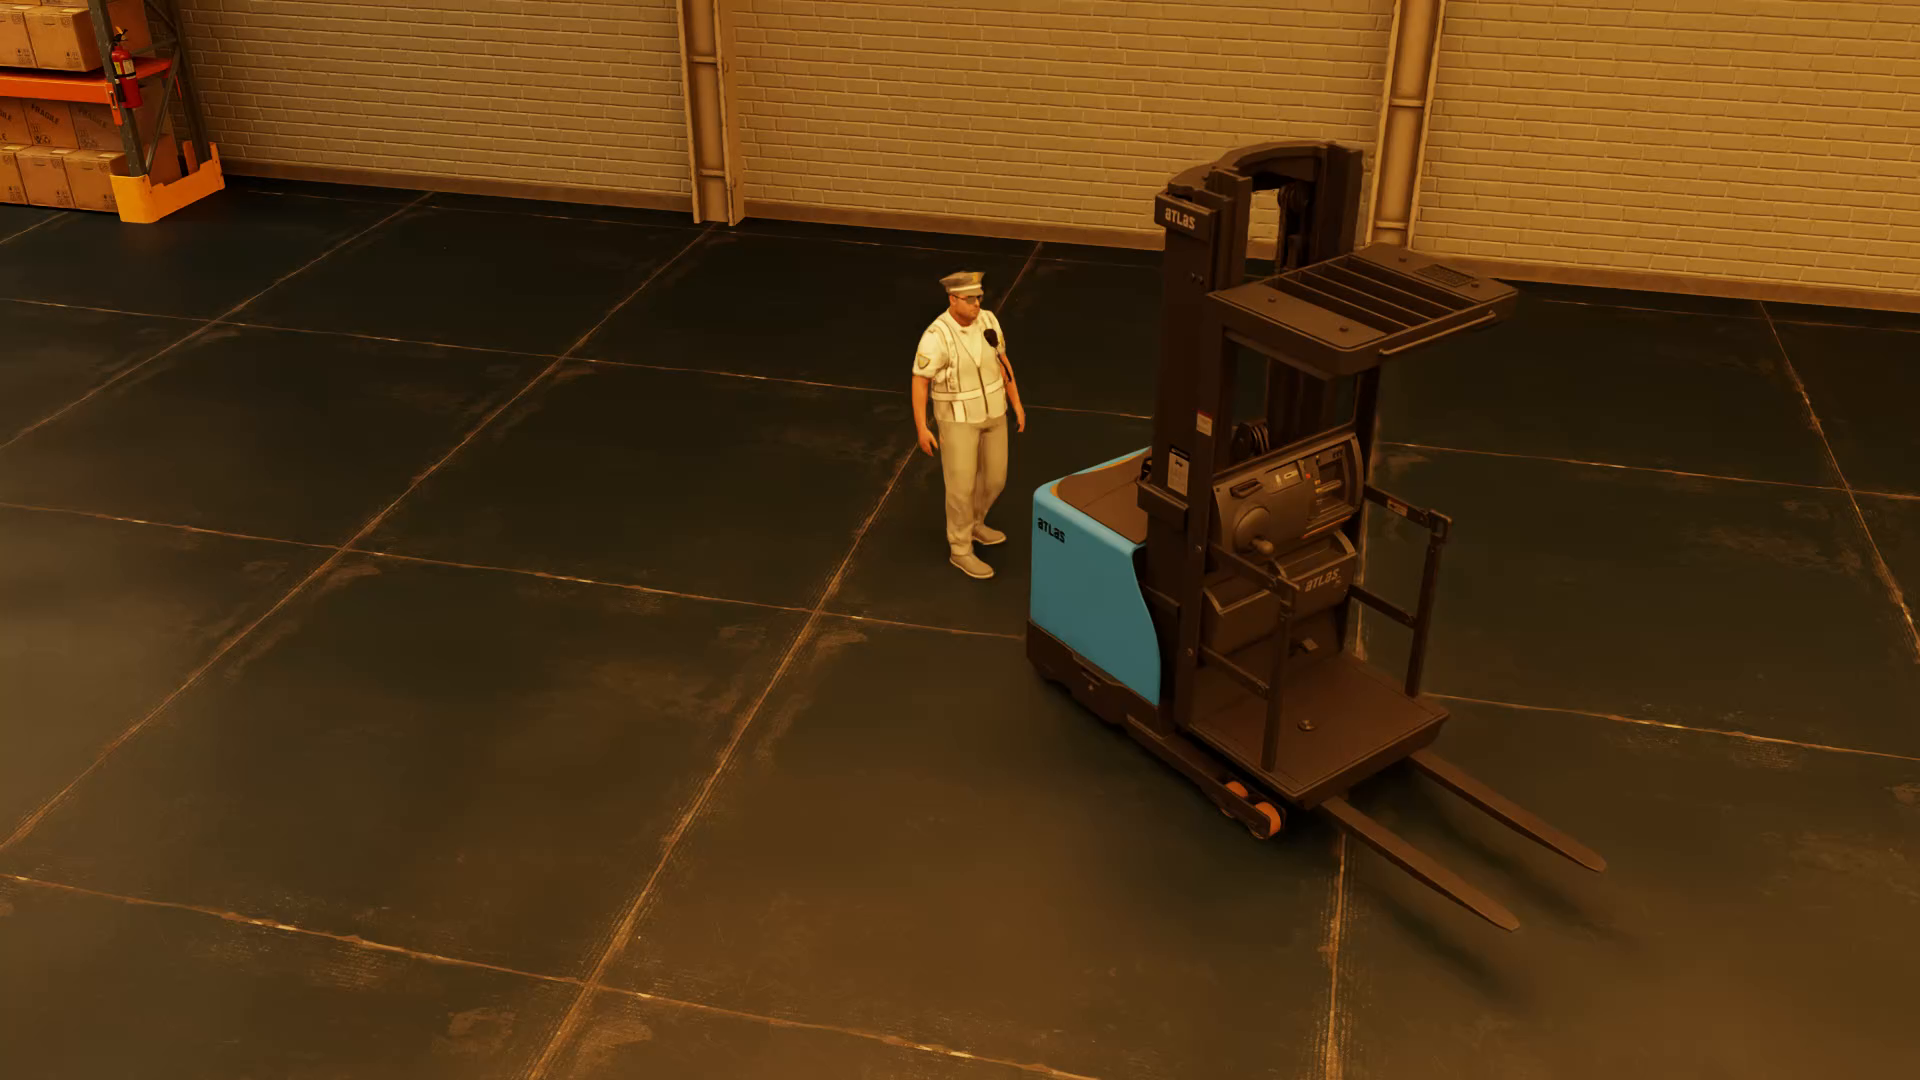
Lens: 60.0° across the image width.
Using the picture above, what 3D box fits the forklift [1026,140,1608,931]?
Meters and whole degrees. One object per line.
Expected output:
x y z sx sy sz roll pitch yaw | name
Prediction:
1.637 -0.167 7.465 1.130 2.935 3.031 -20 35 -31 | forklift

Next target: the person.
0.092 -0.677 9.589 0.686 1.756 0.651 -17 34 -28 | person
